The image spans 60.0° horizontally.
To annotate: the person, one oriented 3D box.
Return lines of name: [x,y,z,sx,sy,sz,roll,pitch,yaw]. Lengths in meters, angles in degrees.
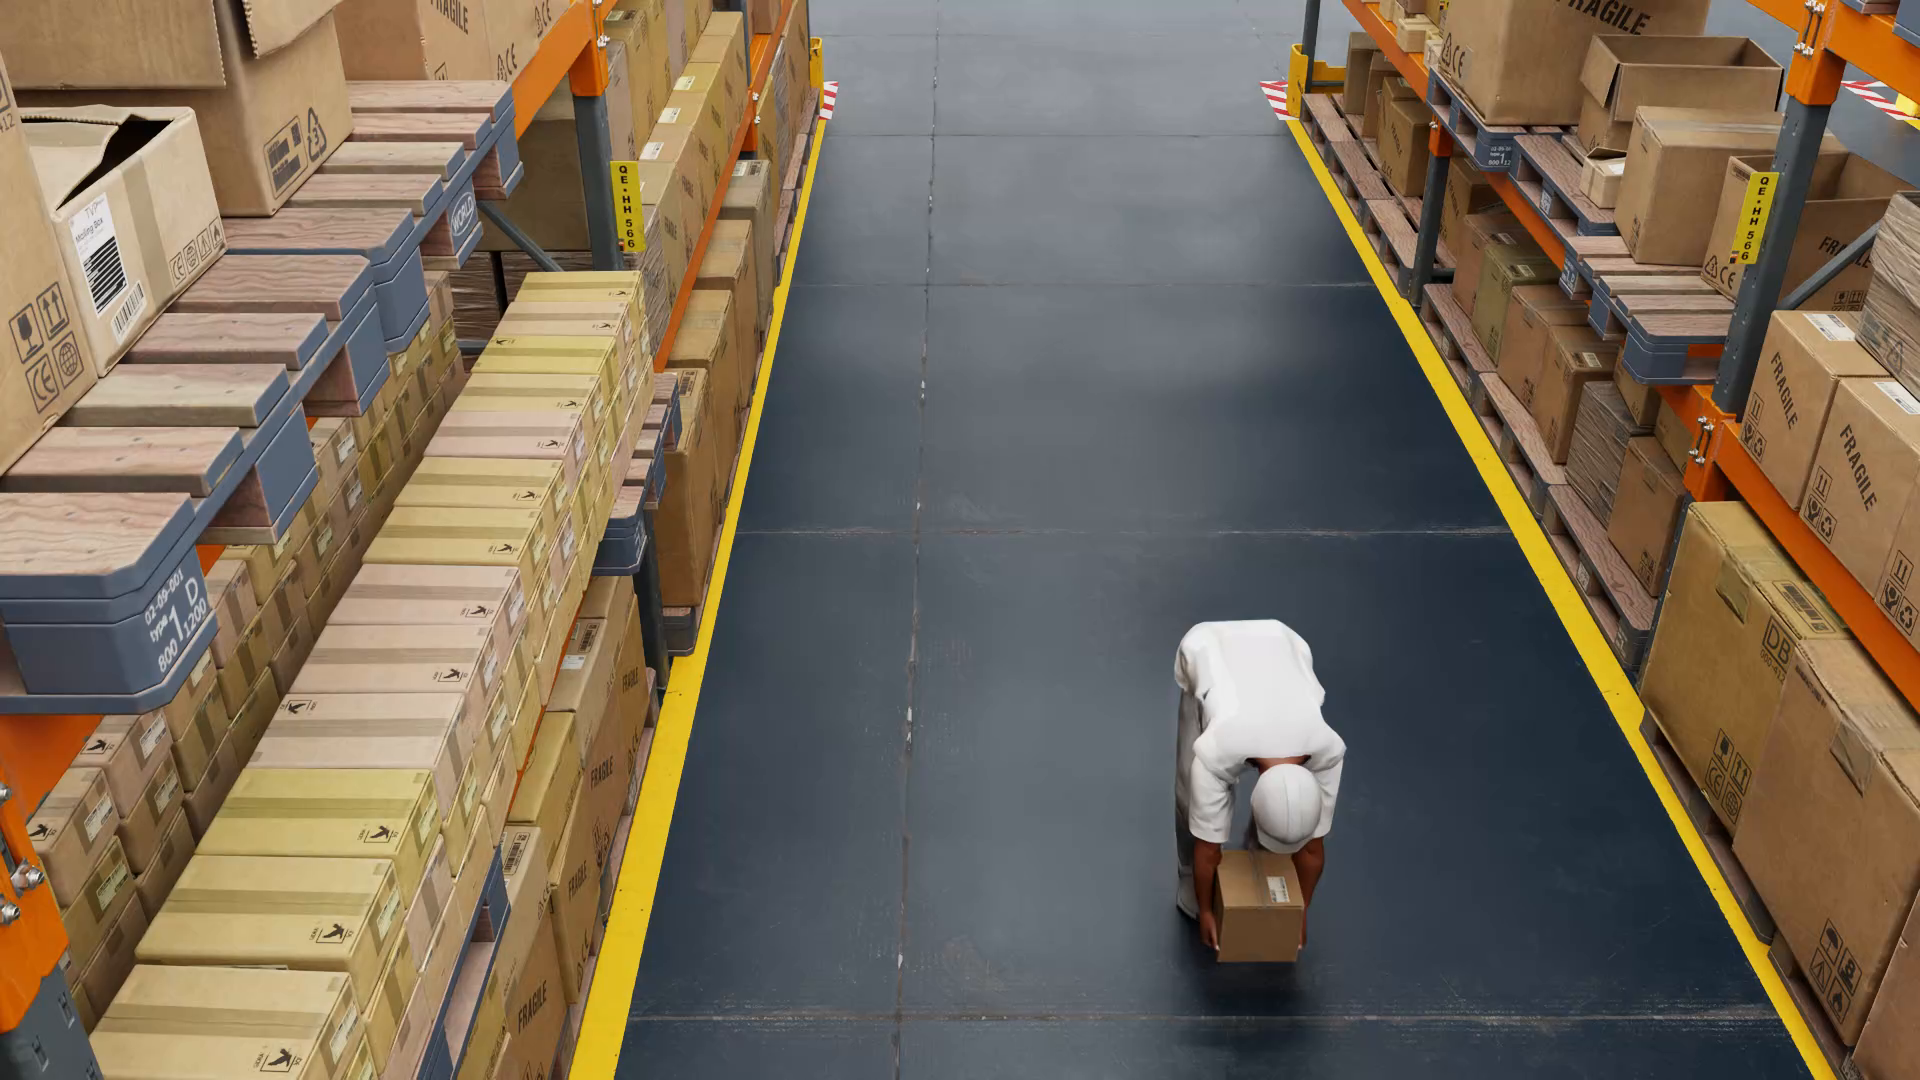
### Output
person: [0.952,0.860,5.381,0.483,1.053,0.982,-1,31,-2]
